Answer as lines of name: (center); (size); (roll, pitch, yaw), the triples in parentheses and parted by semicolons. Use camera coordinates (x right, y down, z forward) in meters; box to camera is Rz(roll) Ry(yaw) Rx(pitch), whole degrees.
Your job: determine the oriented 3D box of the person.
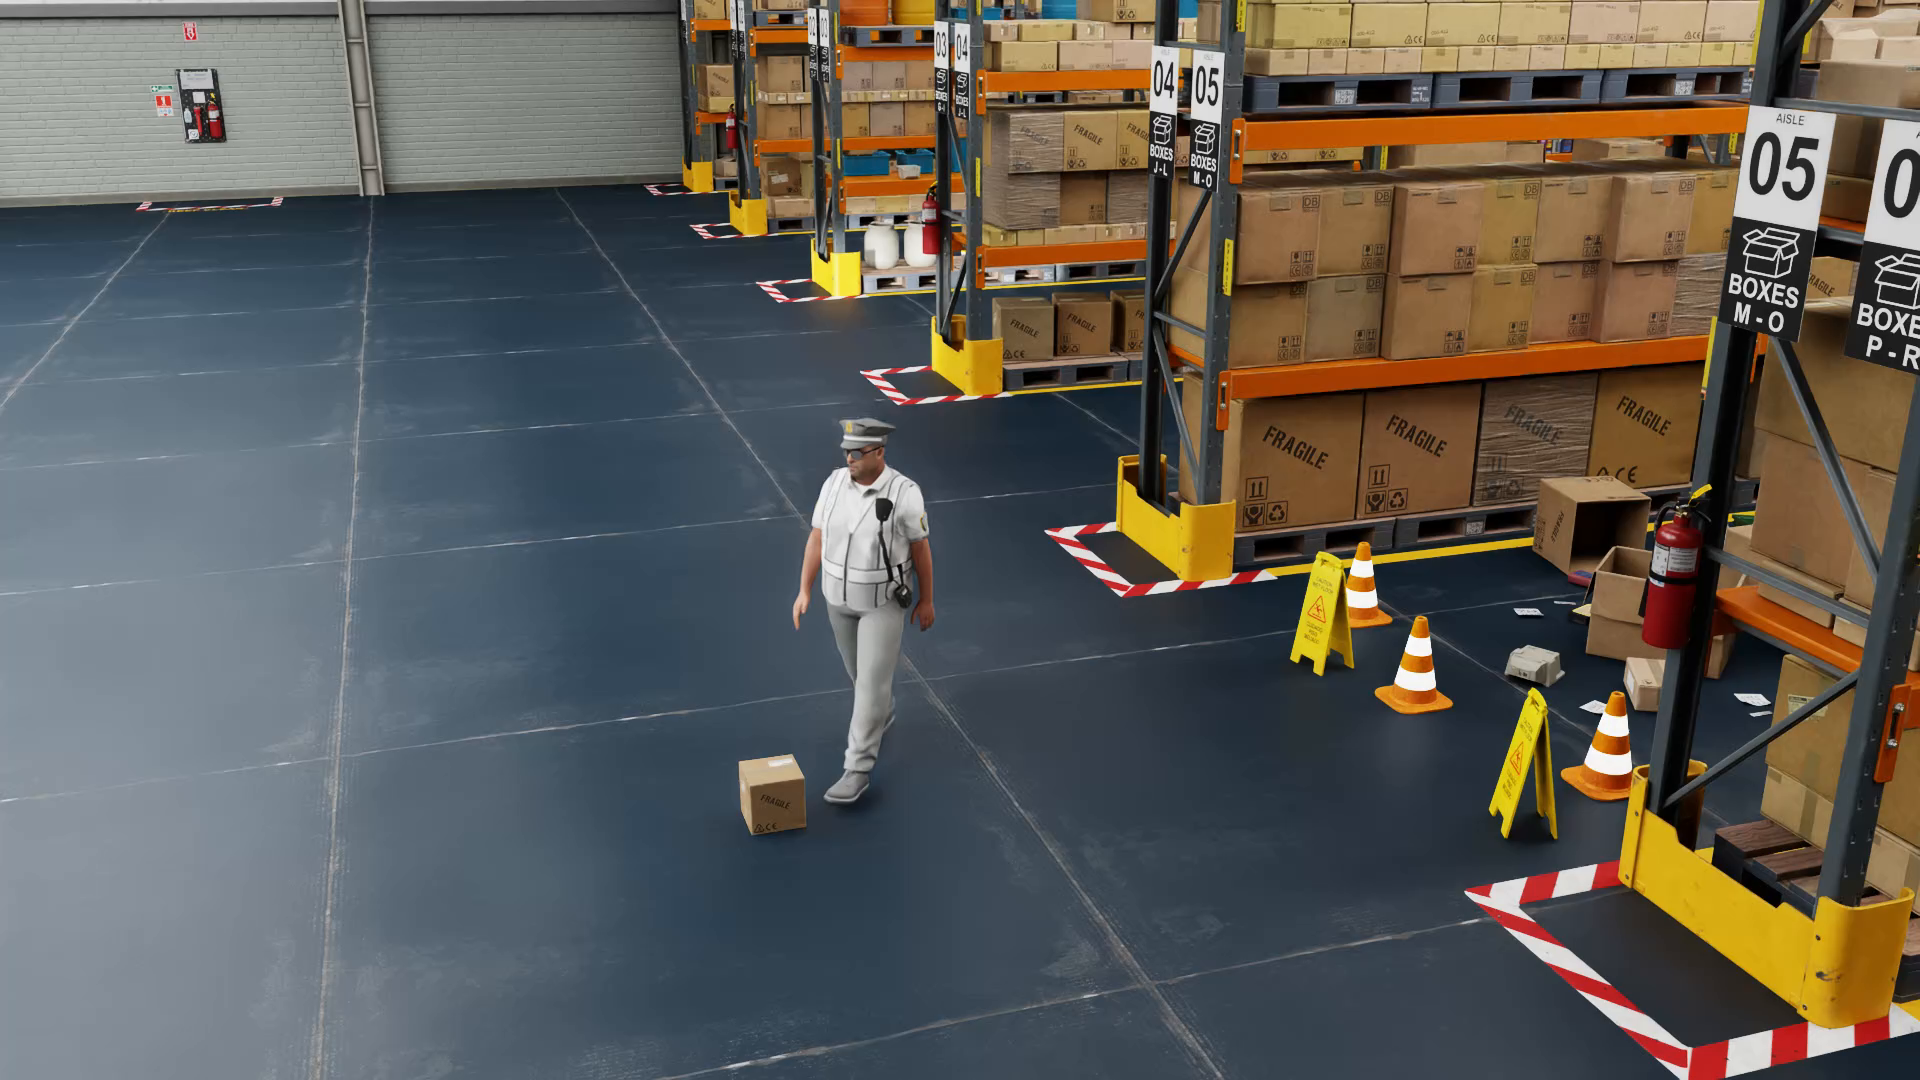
person: (-0.496, 0.283, 7.714); (0.570, 1.712, 0.999); (10, 21, 26)
